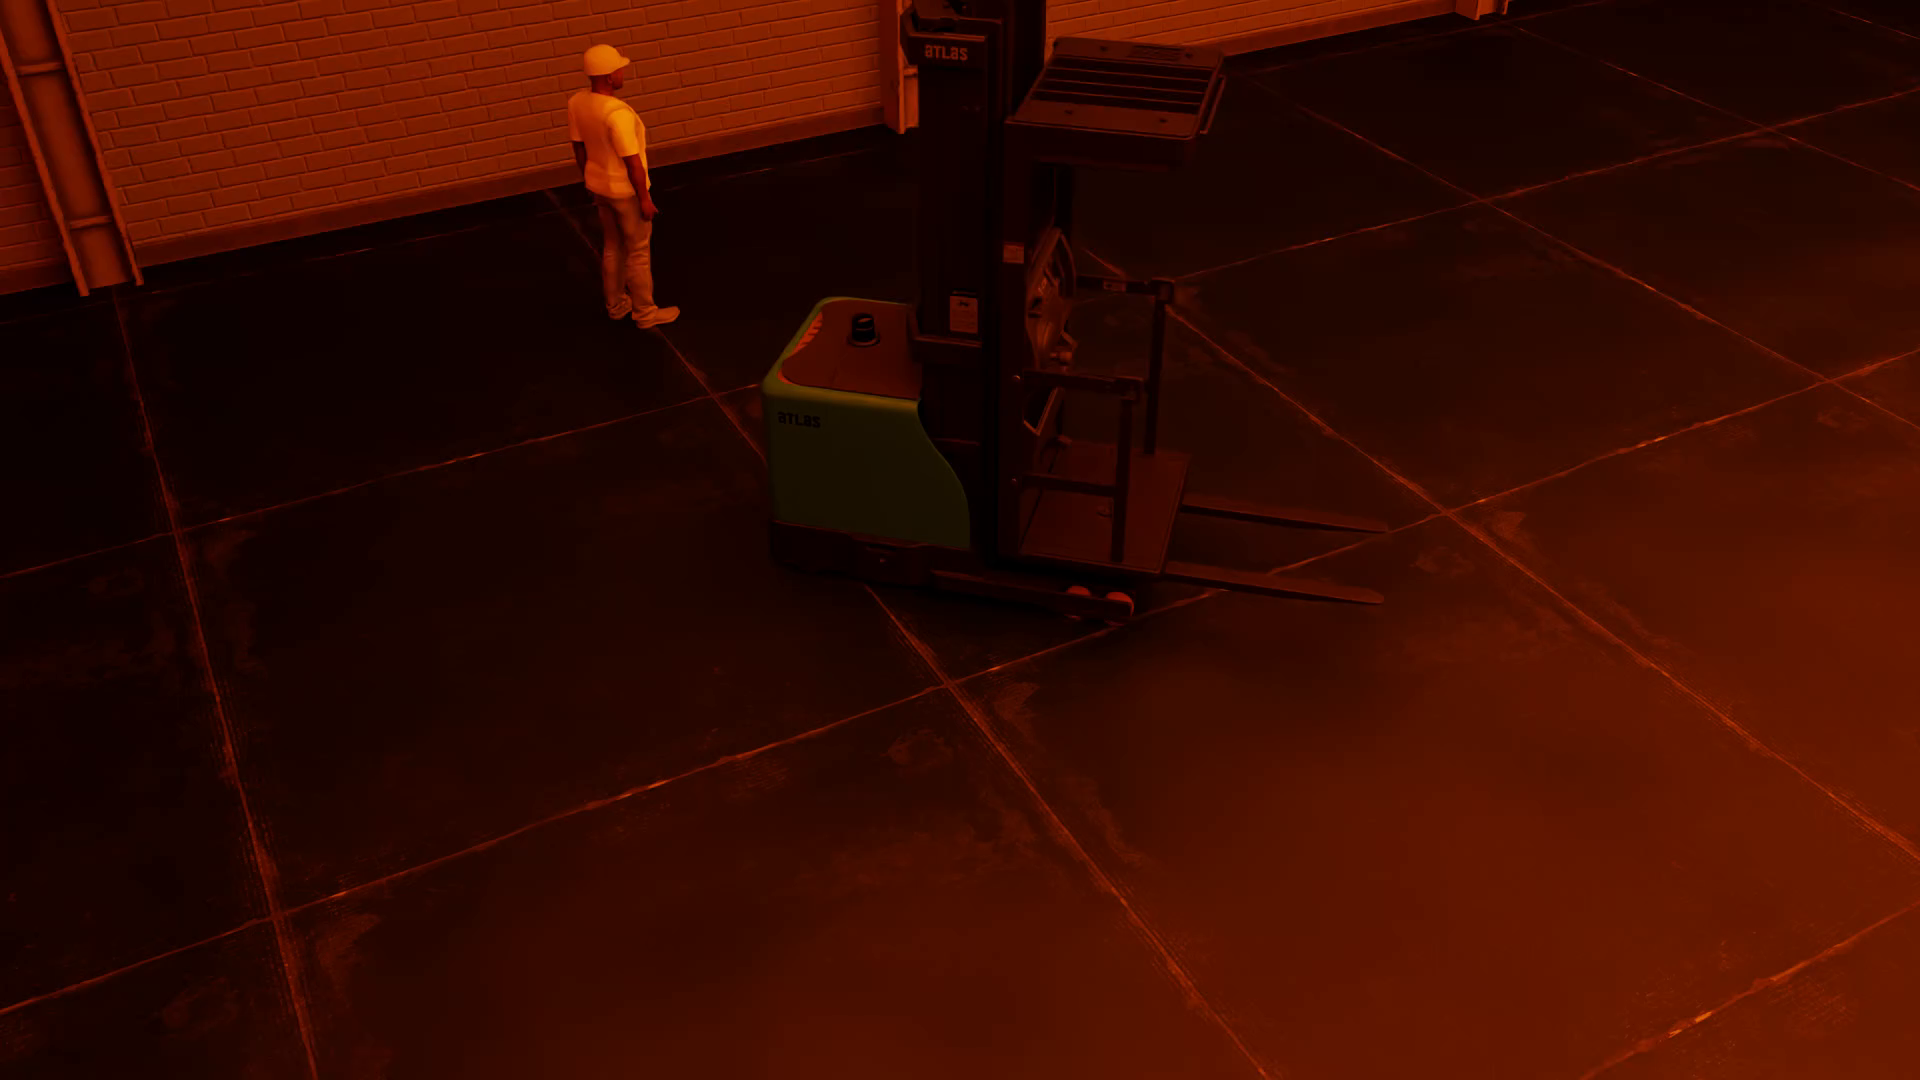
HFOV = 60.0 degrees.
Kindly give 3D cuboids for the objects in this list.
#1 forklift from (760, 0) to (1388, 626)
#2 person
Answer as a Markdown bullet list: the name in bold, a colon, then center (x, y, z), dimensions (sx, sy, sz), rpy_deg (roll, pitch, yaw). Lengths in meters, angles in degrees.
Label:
- **forklift**: center (0.609, -1.119, 7.706), dimensions (3.031, 2.935, 1.130), rpy_deg (8, 36, 12)
- **person**: center (-2.072, -2.160, 10.188), dimensions (0.594, 1.771, 0.379), rpy_deg (26, 43, 32)
